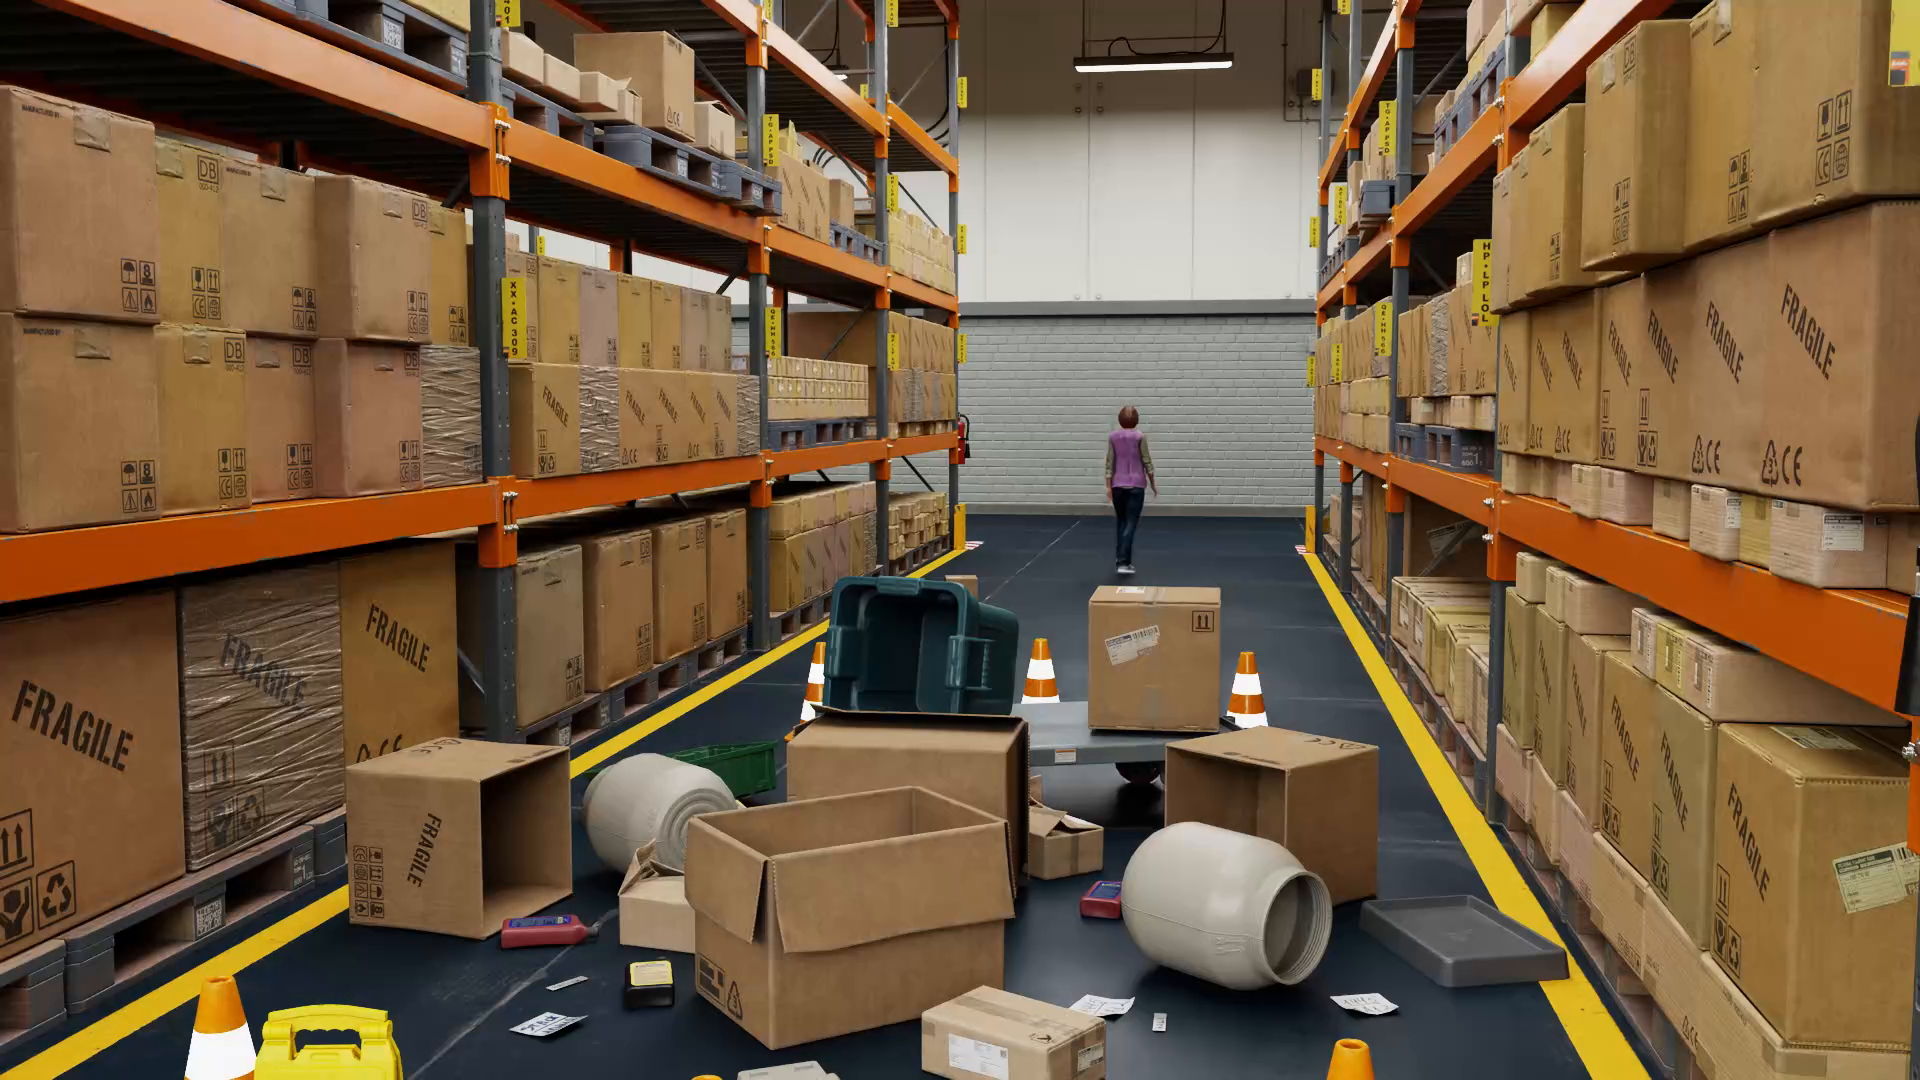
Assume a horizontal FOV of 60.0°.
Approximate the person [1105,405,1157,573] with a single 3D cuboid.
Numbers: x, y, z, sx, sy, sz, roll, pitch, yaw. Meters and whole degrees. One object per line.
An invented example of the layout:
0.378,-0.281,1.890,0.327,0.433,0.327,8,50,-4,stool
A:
1.613,-0.453,15.732,0.433,1.642,0.630,2,5,26,person
